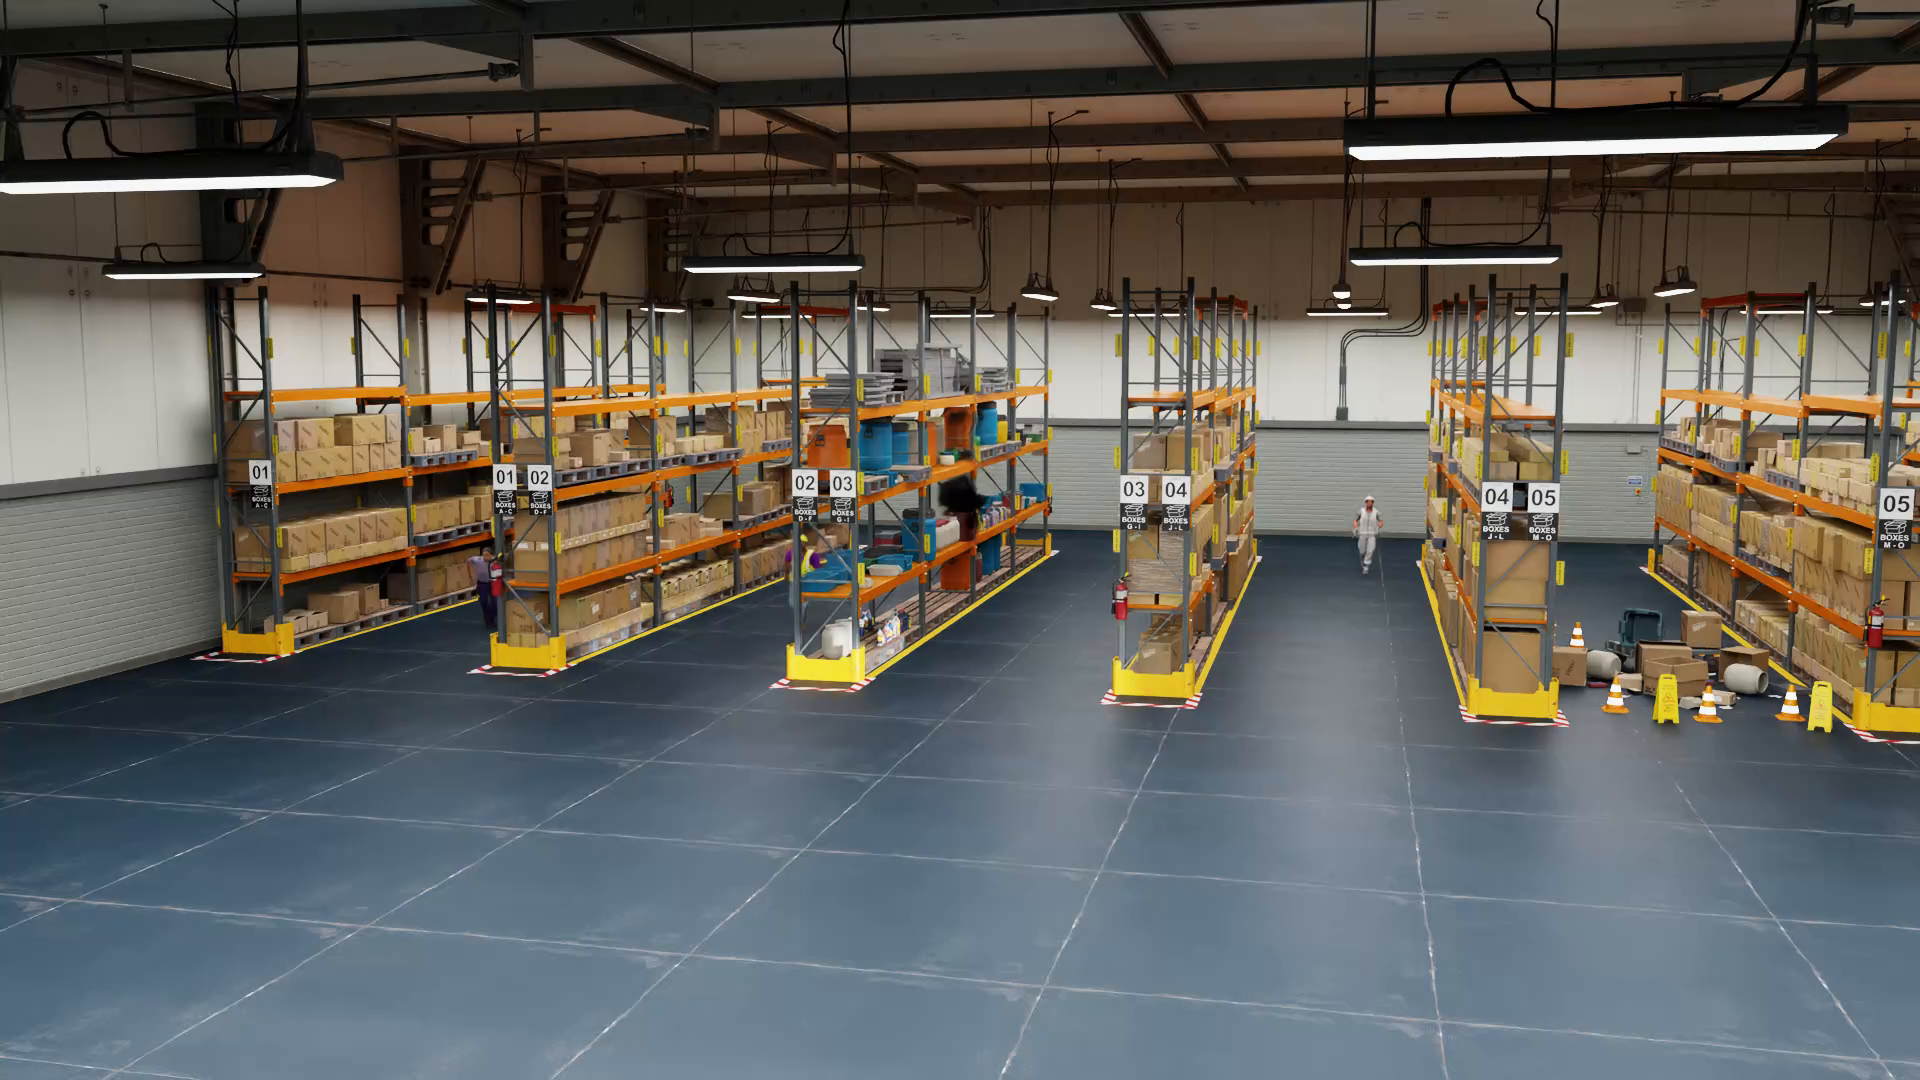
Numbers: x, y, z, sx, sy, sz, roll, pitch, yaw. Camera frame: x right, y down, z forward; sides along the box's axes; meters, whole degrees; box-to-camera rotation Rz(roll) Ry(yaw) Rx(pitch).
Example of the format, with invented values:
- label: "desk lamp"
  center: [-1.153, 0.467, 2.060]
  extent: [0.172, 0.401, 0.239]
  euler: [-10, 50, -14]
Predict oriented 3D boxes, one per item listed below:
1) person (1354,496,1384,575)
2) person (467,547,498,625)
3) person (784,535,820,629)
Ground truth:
- label: "person"
  center: [9.110, -0.111, 37.097]
  extent: [0.657, 1.747, 0.625]
  euler: [2, 7, 15]
- label: "person"
  center: [-8.518, 0.842, 29.864]
  extent: [0.636, 1.481, 0.842]
  euler: [-2, 7, -15]
- label: "person"
  center: [-2.826, 0.752, 29.462]
  extent: [0.696, 1.713, 0.622]
  euler: [1, 7, 8]
